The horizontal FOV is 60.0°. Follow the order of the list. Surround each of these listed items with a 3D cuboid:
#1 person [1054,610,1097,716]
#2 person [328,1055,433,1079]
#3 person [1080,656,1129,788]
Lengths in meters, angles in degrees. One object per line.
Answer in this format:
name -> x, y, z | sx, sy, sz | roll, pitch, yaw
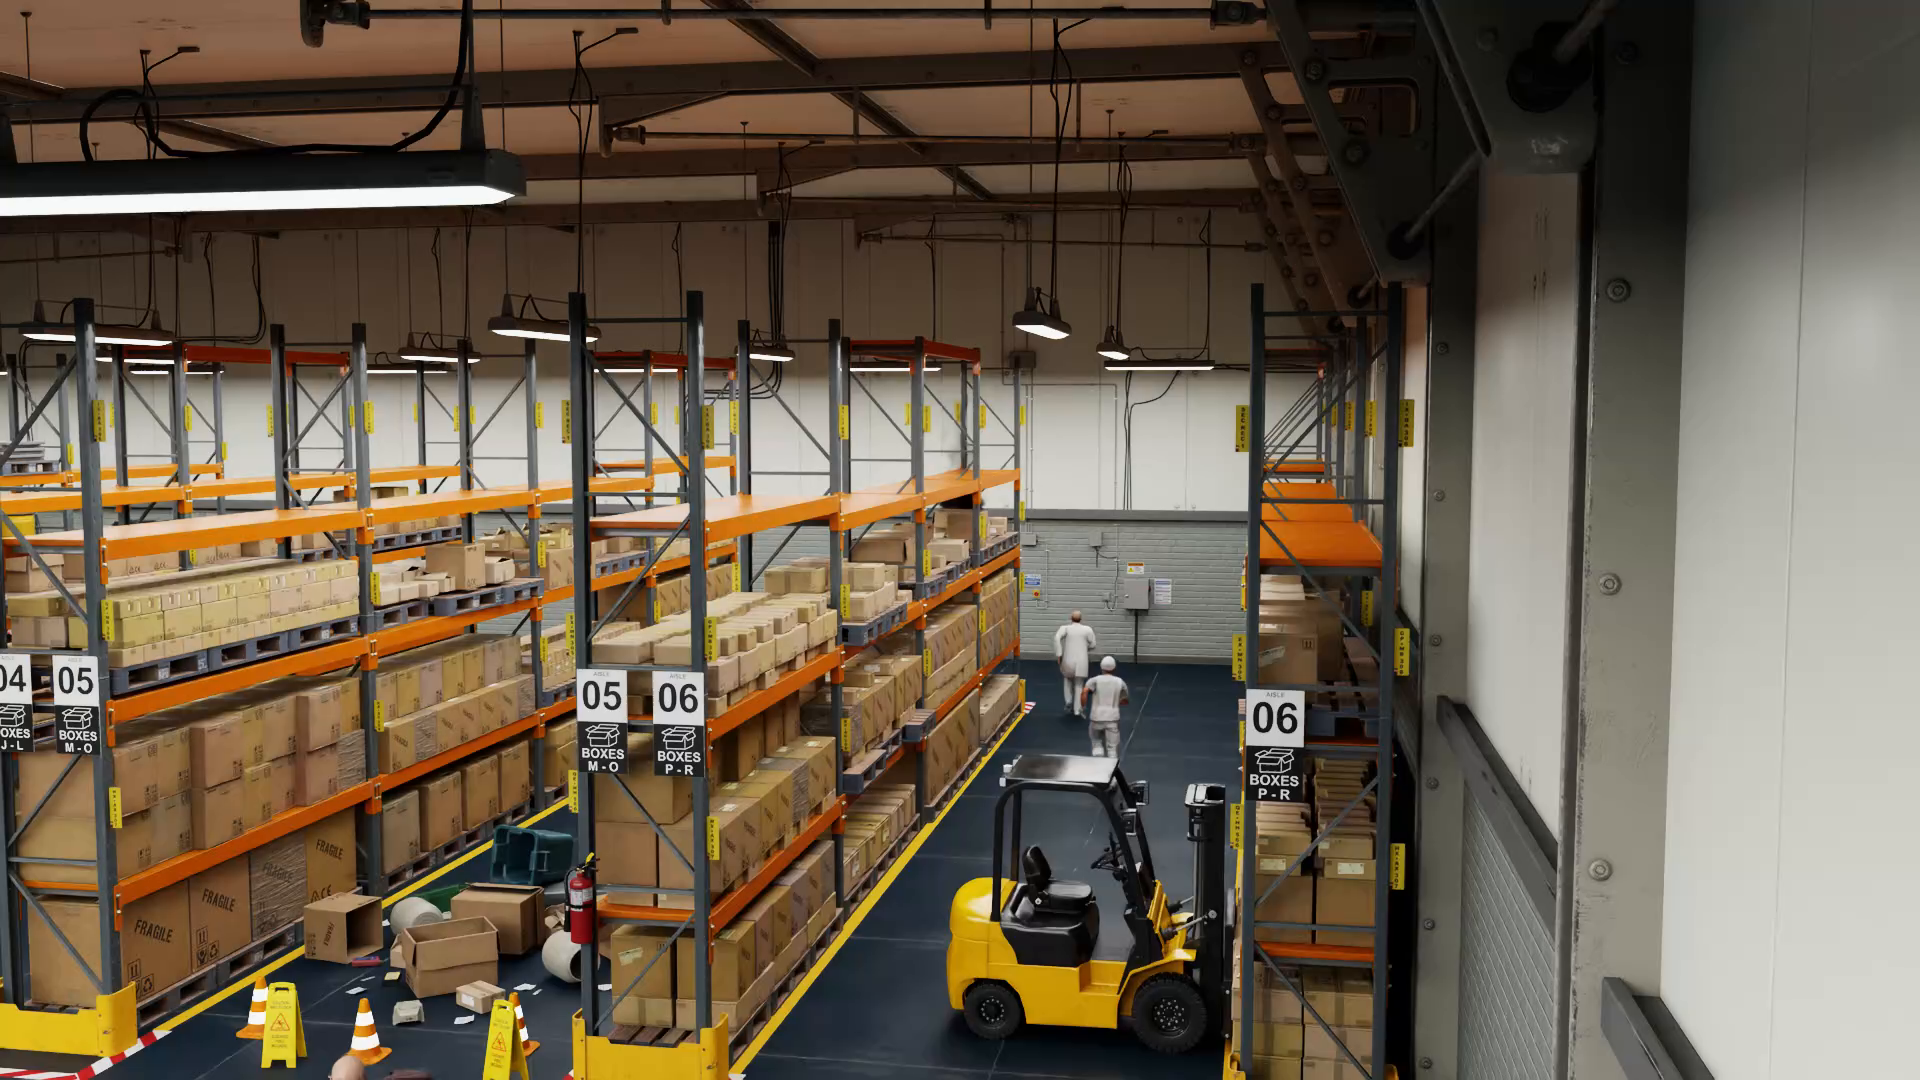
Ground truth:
person -> 1.918, 2.065, 27.689 | 0.709, 1.786, 0.880 | 0, 5, 4
person -> -3.321, 3.603, 9.321 | 0.752, 1.744, 1.068 | -1, 5, -10
person -> 1.952, 2.459, 22.499 | 0.672, 1.783, 0.884 | 0, 5, 3
